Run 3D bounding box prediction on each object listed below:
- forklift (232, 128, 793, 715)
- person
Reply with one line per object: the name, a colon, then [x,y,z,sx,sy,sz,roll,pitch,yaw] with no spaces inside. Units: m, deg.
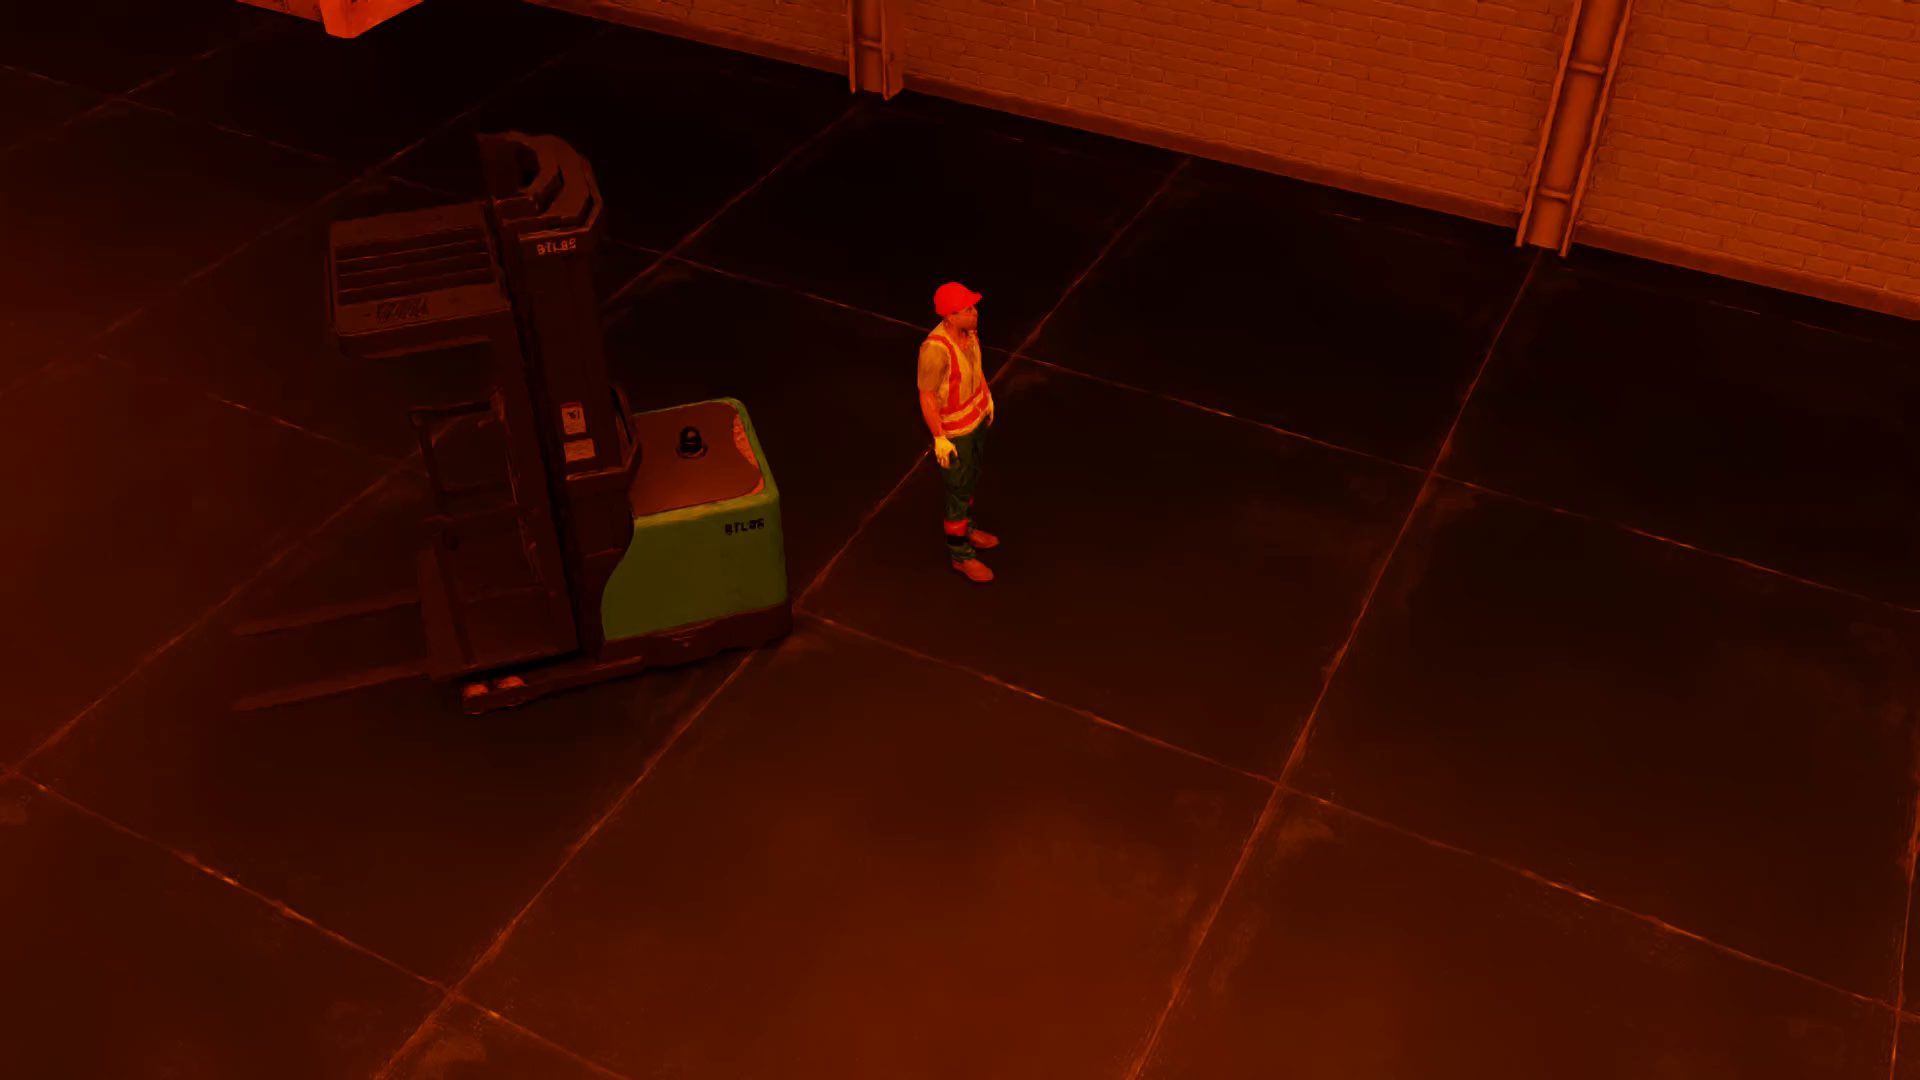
forklift: [-2.536,-0.551,8.641,3.031,2.935,1.130,-12,42,-14]
person: [0.066,-0.660,9.645,0.563,1.787,0.637,18,43,21]
